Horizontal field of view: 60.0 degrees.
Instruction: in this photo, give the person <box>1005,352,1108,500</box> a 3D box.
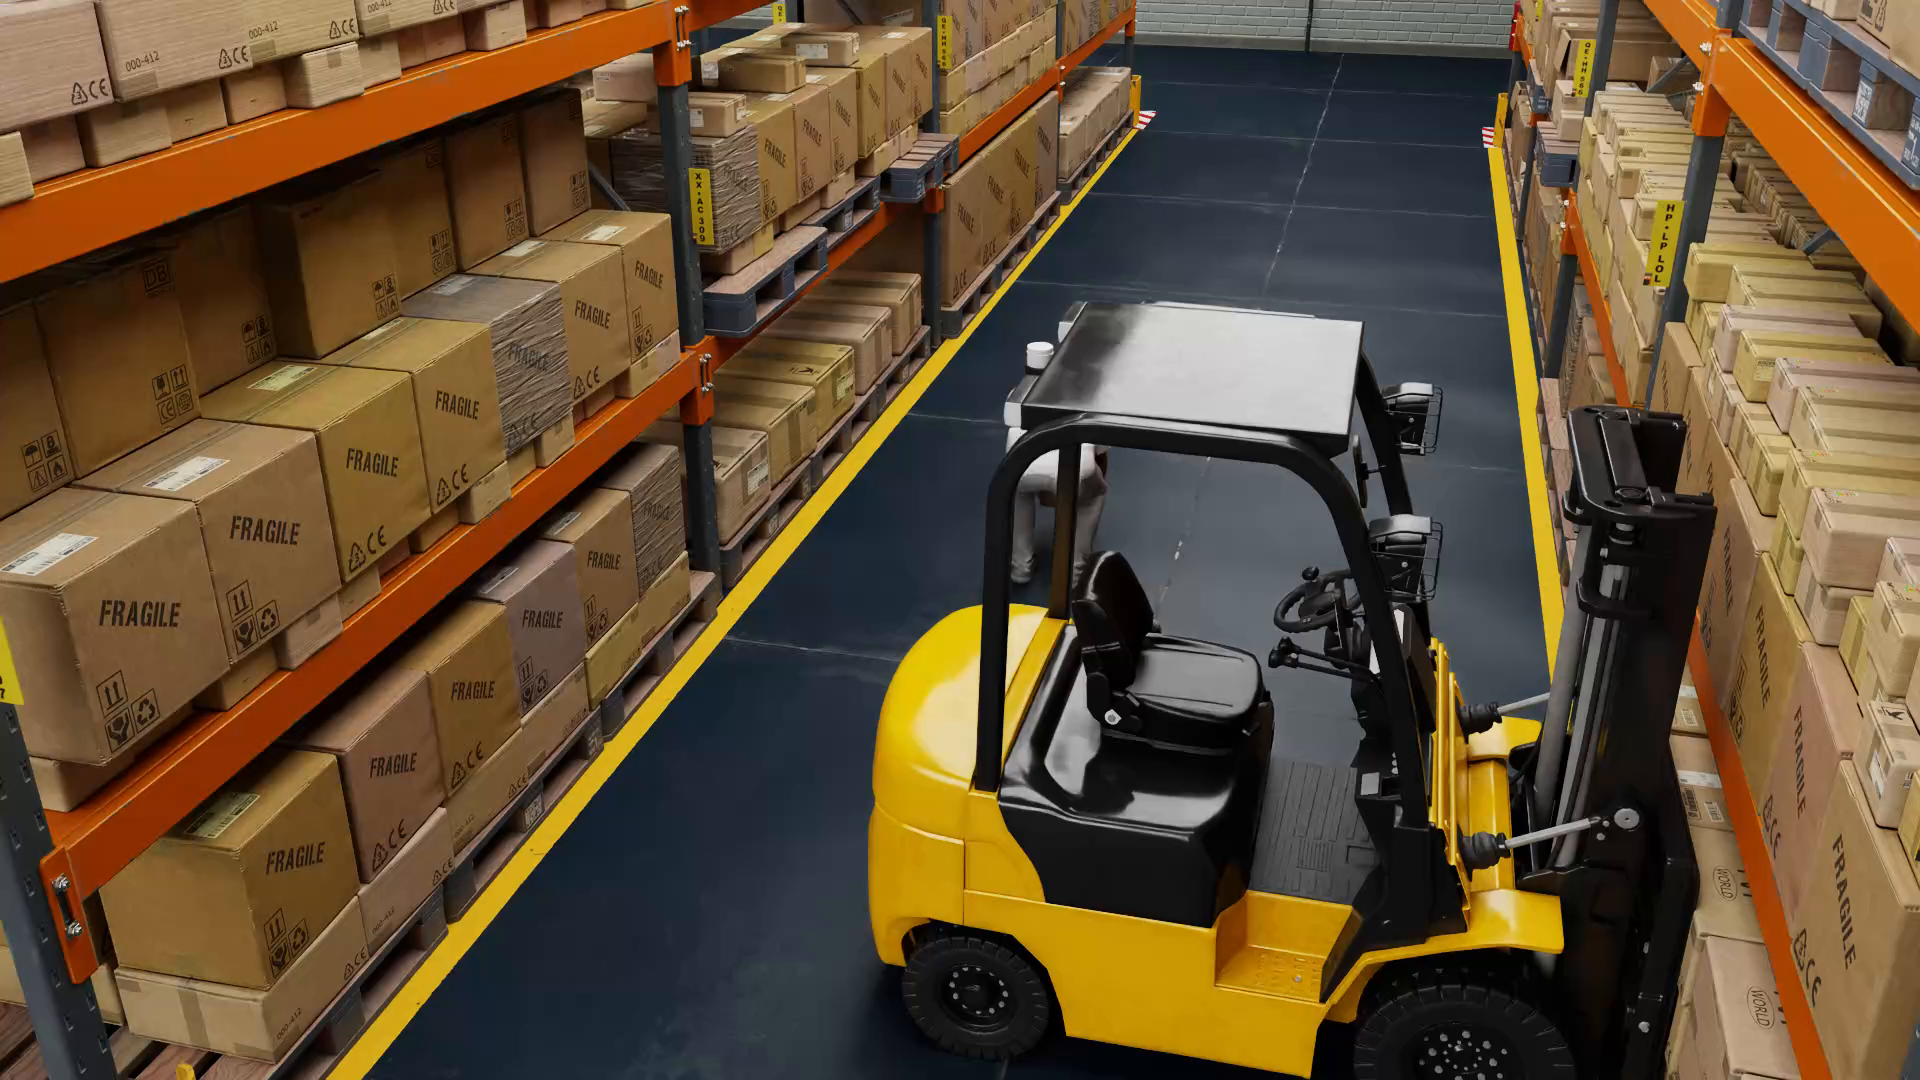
[{"bbox_3d":[0.465,-0.438,8.179,0.506,0.822,0.956,5,26,11],"label":"person"}]
